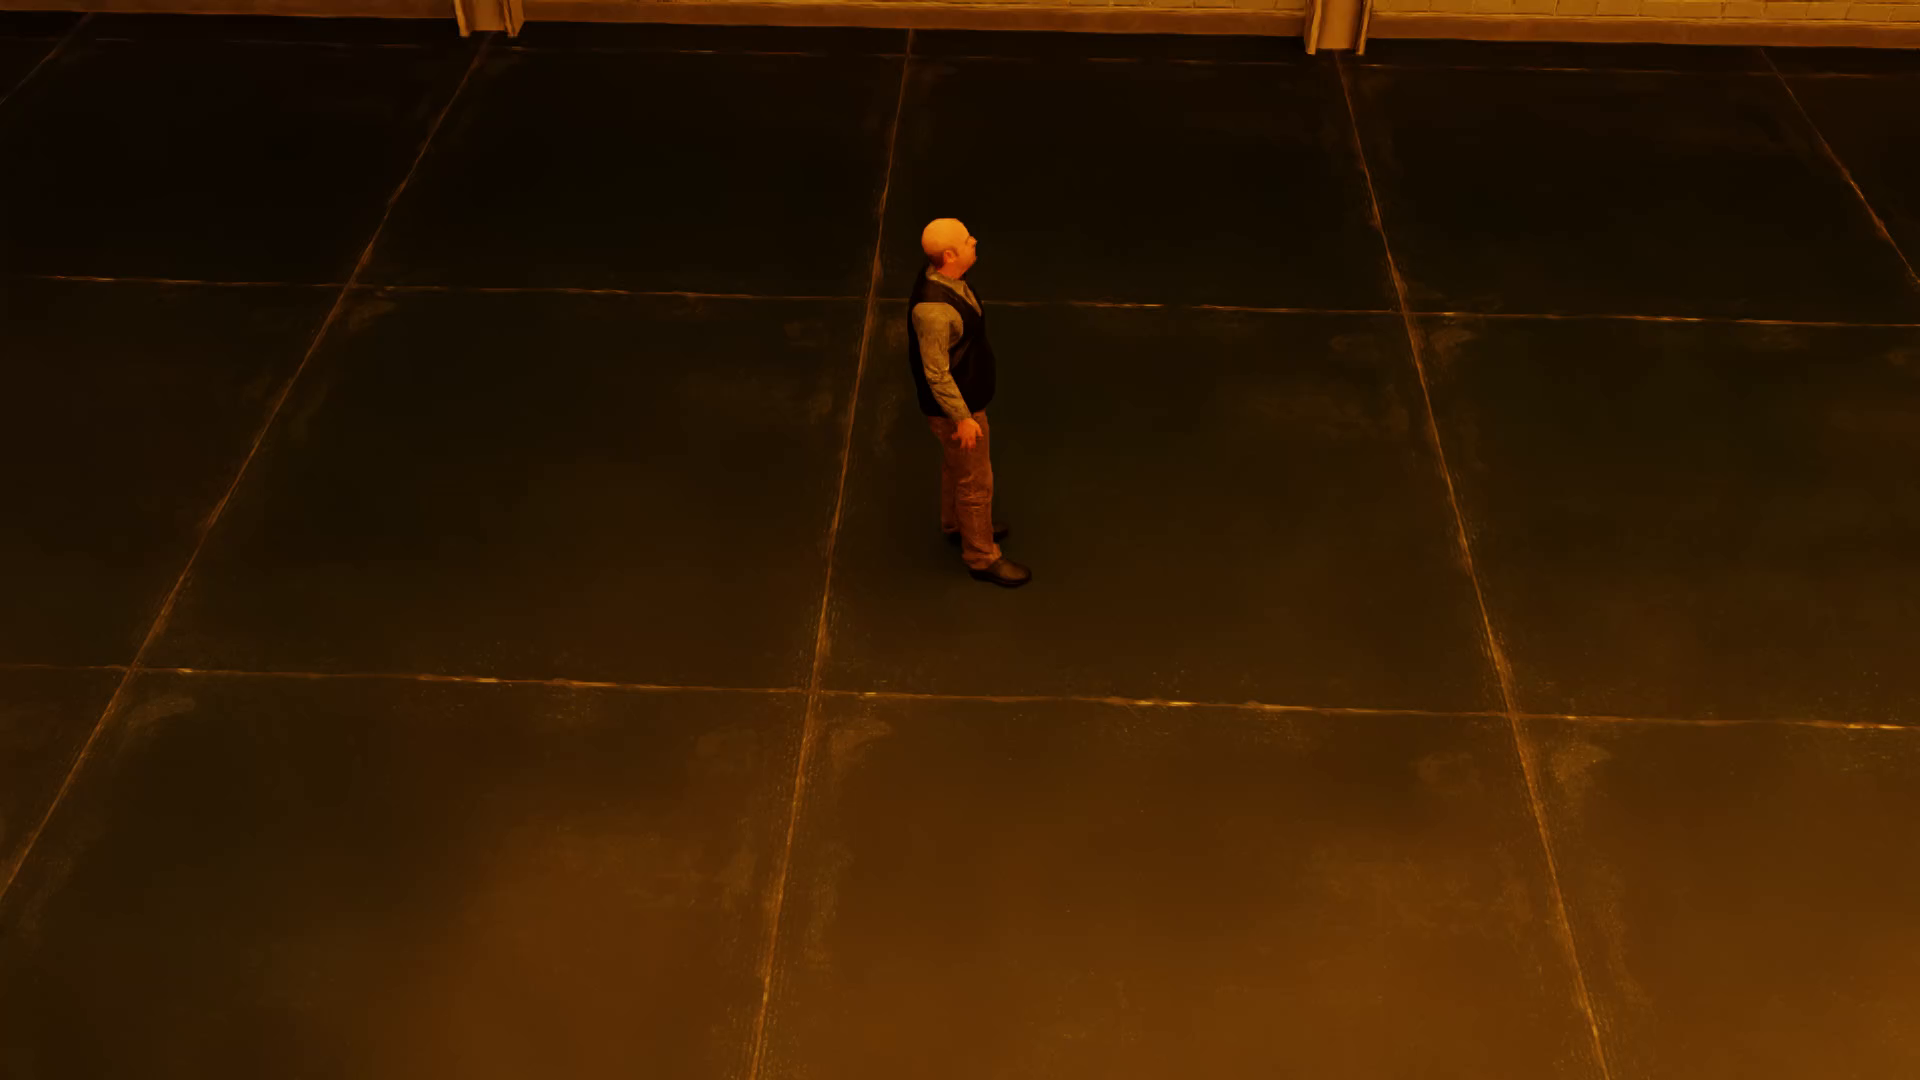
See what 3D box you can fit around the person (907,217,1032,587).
[{"bbox_3d":[0.062,-0.634,7.323,0.567,1.720,0.632,2,42,2],"label":"person"}]
